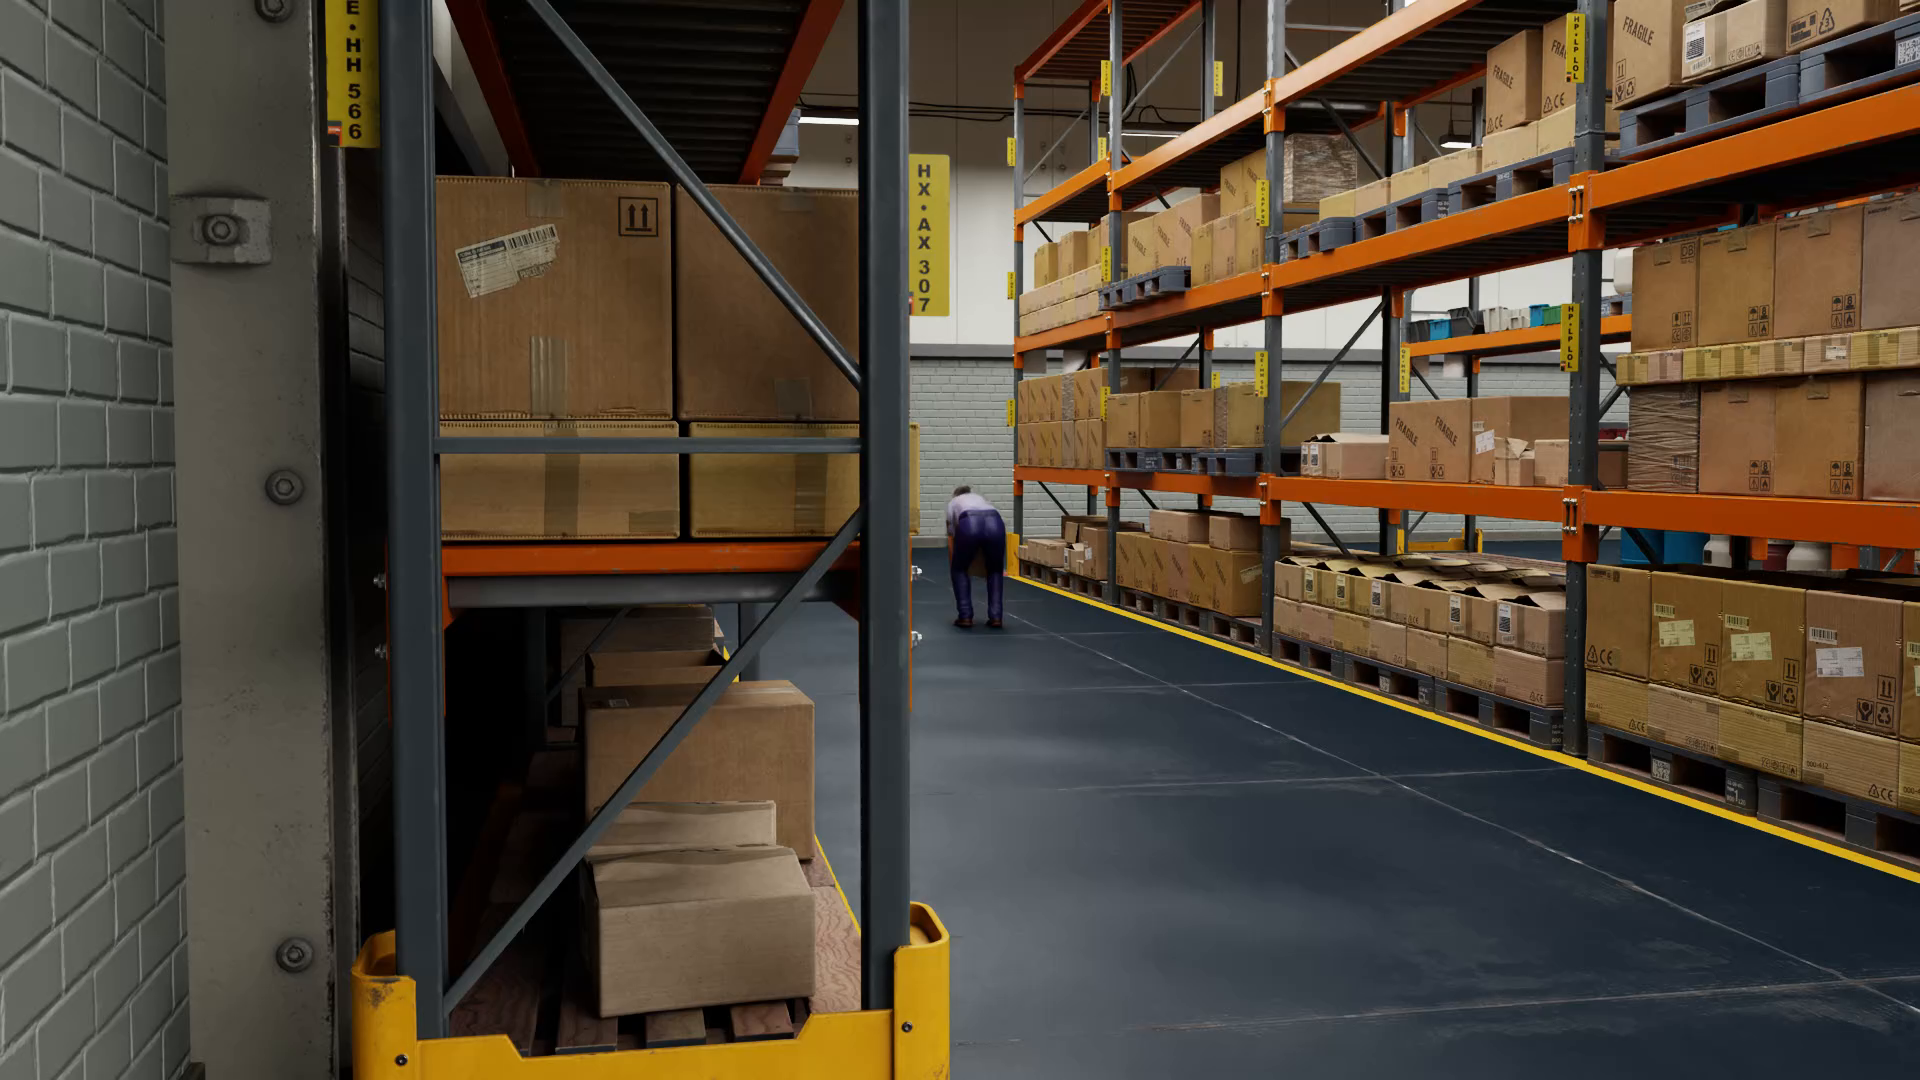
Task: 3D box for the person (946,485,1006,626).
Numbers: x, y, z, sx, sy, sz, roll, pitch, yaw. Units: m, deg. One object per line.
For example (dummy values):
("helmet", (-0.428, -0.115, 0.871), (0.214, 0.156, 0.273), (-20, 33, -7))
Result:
("person", (0.119, 0.132, 14.244), (0.451, 1.199, 0.874), (-1, 3, -13))
